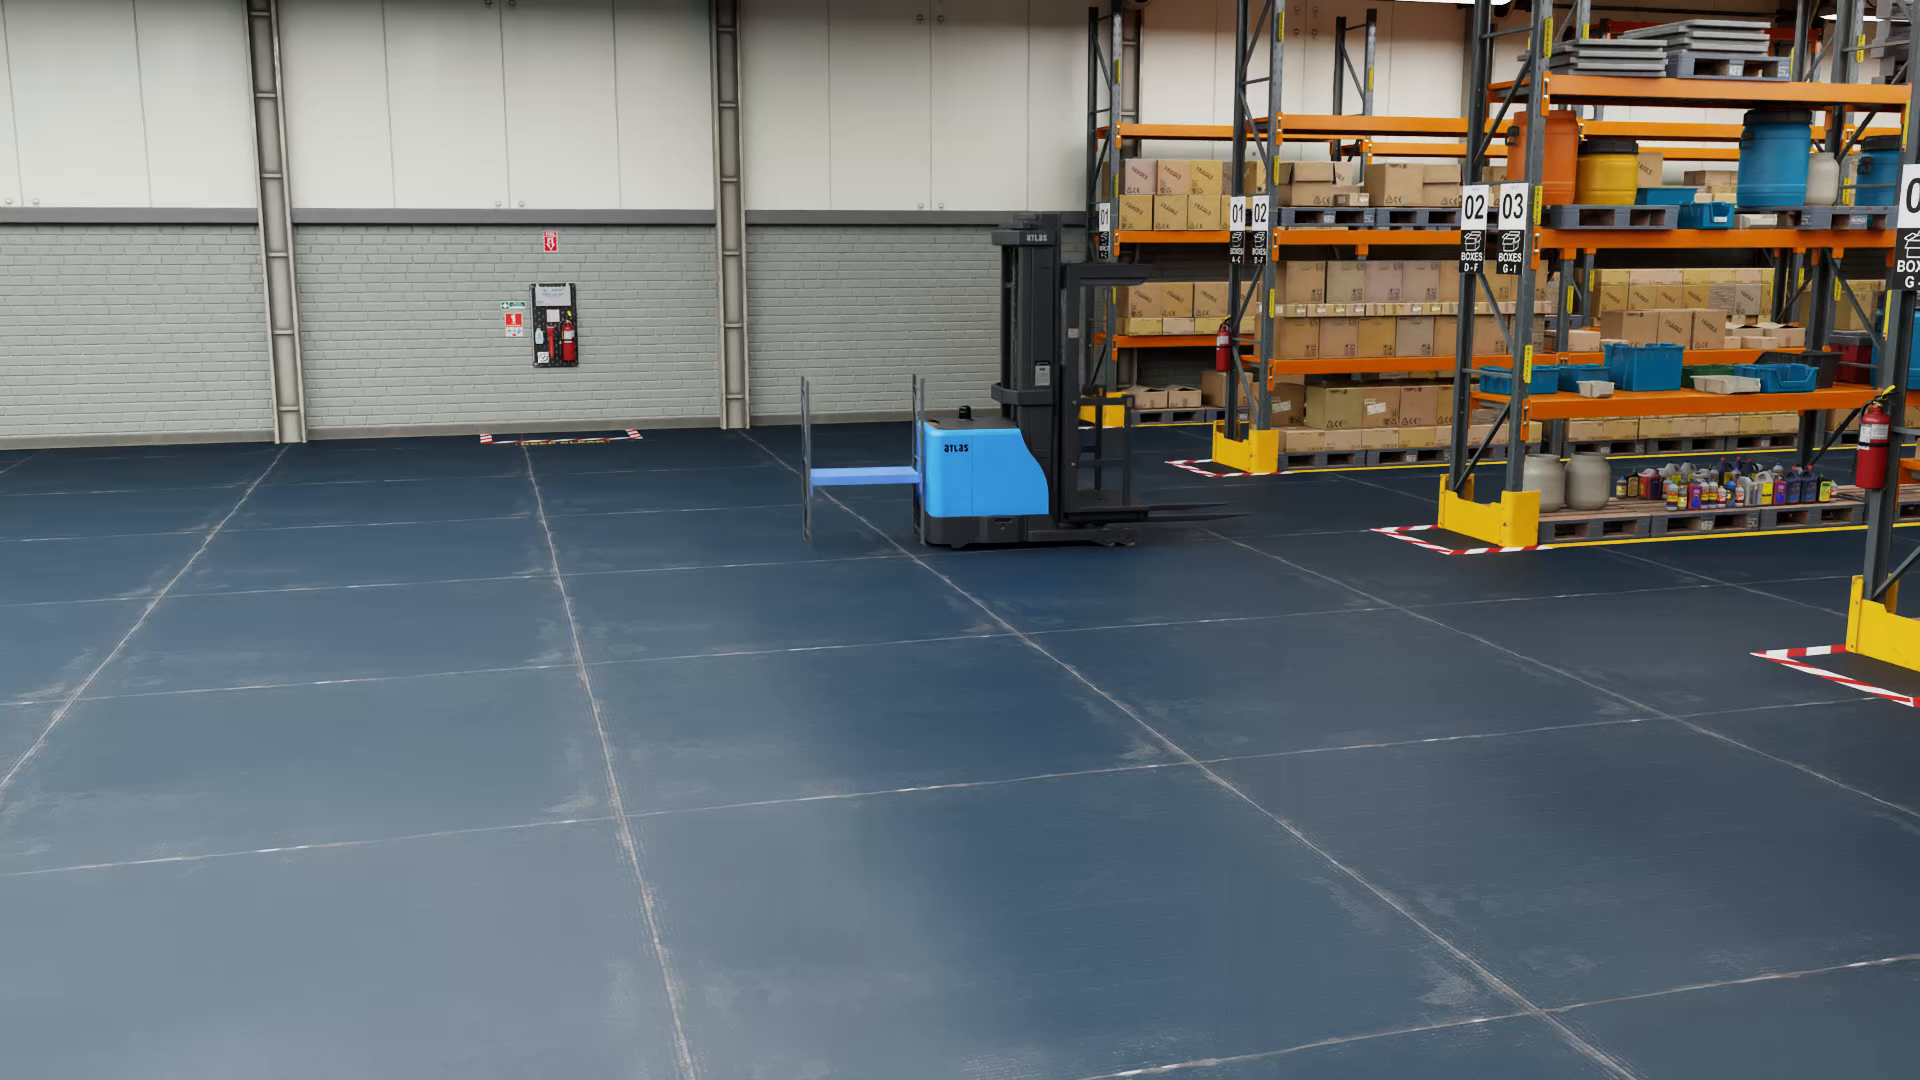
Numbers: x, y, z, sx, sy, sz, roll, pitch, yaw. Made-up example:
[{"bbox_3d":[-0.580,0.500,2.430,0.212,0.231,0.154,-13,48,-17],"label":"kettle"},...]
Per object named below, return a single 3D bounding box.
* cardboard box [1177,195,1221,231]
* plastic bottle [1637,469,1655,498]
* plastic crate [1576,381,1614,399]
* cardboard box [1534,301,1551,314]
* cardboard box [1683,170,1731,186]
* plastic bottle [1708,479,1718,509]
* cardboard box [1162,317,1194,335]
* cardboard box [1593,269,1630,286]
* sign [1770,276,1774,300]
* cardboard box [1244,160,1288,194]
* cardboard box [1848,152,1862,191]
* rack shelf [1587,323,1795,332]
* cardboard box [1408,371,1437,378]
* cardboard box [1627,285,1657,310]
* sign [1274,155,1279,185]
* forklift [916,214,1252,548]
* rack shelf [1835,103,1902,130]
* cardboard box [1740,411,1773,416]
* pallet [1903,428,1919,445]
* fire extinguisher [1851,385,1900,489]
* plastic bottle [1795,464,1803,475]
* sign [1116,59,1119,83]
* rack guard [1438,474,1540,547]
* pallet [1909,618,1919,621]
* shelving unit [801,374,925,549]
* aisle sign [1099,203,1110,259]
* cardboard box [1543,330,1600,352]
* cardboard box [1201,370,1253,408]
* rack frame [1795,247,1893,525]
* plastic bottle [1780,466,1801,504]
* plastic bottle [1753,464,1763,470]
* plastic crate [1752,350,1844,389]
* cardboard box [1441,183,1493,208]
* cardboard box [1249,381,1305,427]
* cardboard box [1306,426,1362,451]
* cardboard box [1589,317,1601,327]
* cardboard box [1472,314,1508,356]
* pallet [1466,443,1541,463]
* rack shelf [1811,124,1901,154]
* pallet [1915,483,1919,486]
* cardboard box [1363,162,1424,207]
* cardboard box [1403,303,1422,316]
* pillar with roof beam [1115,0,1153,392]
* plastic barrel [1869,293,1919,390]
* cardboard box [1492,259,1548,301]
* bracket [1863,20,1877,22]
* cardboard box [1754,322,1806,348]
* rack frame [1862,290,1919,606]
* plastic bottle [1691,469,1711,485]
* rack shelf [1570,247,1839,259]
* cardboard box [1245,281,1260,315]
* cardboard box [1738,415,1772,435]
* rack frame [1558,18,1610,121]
[{"bbox_3d":[3.478,-4.782,24.323,0.500,0.500,0.500,-2,11,-13],"label":"cardboard box"},{"bbox_3d":[6.723,-0.558,16.303,0.135,0.276,0.152,-3,11,-16],"label":"plastic bottle"},{"bbox_3d":[5.782,-1.364,15.101,0.250,0.136,0.298,-3,11,-16],"label":"plastic crate"},{"bbox_3d":[7.091,-2.885,20.568,0.250,0.149,0.380,-3,11,-16],"label":"cardboard box"},{"bbox_3d":[12.178,-5.891,27.116,0.500,0.250,0.500,-3,11,-18],"label":"cardboard box"},{"bbox_3d":[7.086,-0.438,15.668,0.097,0.271,0.097,0,10,0],"label":"plastic bottle"},{"bbox_3d":[3.116,-3.160,24.492,0.500,0.250,0.500,-3,11,-18],"label":"cardboard box"},{"bbox_3d":[10.281,-4.185,26.472,0.500,0.250,0.500,-3,11,-15],"label":"cardboard box"},{"bbox_3d":[10.972,-3.394,22.424,0.005,0.325,0.100,-3,11,-16],"label":"sign"},{"bbox_3d":[4.477,-5.324,24.508,0.500,0.500,0.500,-3,11,-18],"label":"cardboard box"},{"bbox_3d":[11.554,-4.807,21.755,0.500,0.500,0.500,-3,11,-16],"label":"cardboard box"},{"bbox_3d":[11.665,-3.378,27.303,4.000,0.370,1.077,-3,11,-16],"label":"rack shelf"},{"bbox_3d":[7.089,-2.491,26.183,0.500,0.500,0.700,-3,11,-17],"label":"cardboard box"},{"bbox_3d":[10.788,-3.841,26.678,0.500,0.500,0.500,-3,11,-14],"label":"cardboard box"},{"bbox_3d":[3.601,-4.212,18.929,0.005,0.325,0.100,-3,11,-16],"label":"sign"},{"bbox_3d":[1.143,-1.473,15.154,3.031,2.935,1.130,-2,11,-10],"label":"forklift"},{"bbox_3d":[10.594,-4.208,16.342,4.000,0.370,1.077,-3,11,-16],"label":"rack shelf"},{"bbox_3d":[10.202,-1.803,21.647,0.500,0.311,0.500,-3,11,-17],"label":"cardboard box"},{"bbox_3d":[13.030,-1.491,22.766,1.213,0.211,1.003,-3,11,-16],"label":"pallet"},{"bbox_3d":[5.979,-0.679,10.868,0.183,0.674,0.296,-3,11,-16],"label":"fire extinguisher"},{"bbox_3d":[8.095,-0.562,16.121,0.185,0.351,0.144,-3,11,-16],"label":"plastic bottle"},{"bbox_3d":[2.215,-6.581,23.342,0.005,0.325,0.100,-3,11,-16],"label":"sign"},{"bbox_3d":[4.893,-0.287,15.426,0.348,0.500,1.175,-3,11,-16],"label":"rack guard"},{"bbox_3d":[7.080,0.690,10.921,1.213,0.211,1.003,-3,11,-16],"label":"pallet"},{"bbox_3d":[-0.878,-0.716,14.999,1.048,1.500,0.538,-2,11,-10],"label":"shelving unit"},{"bbox_3d":[2.079,-4.449,23.951,0.004,0.787,0.394,-3,11,-16],"label":"aisle sign"},{"bbox_3d":[7.753,-2.526,21.103,0.500,0.250,0.500,-2,11,-12],"label":"cardboard box"},{"bbox_3d":[4.019,-2.290,25.092,0.500,0.500,0.700,-4,11,-20],"label":"cardboard box"},{"bbox_3d":[8.673,-1.706,16.234,0.127,3.000,1.000,-3,11,-16],"label":"rack frame"},{"bbox_3d":[7.951,-0.528,15.932,0.185,0.351,0.144,-4,11,-19],"label":"plastic bottle"},{"bbox_3d":[7.942,-0.622,16.652,0.135,0.276,0.152,-3,11,-14],"label":"plastic bottle"},{"bbox_3d":[8.135,-1.671,16.216,0.504,0.338,0.767,-3,11,-16],"label":"plastic crate"},{"bbox_3d":[6.217,-4.267,20.560,0.500,0.311,0.500,-4,11,-19],"label":"cardboard box"},{"bbox_3d":[3.884,-1.667,20.384,0.500,0.500,0.500,-3,11,-16],"label":"cardboard box"},{"bbox_3d":[4.508,-1.234,20.102,0.500,0.250,0.500,-3,11,-16],"label":"cardboard box"},{"bbox_3d":[10.126,-3.494,26.581,0.250,0.149,0.380,-3,11,-17],"label":"cardboard box"},{"bbox_3d":[6.364,-2.565,20.624,0.500,0.500,0.700,-3,11,-17],"label":"cardboard box"},{"bbox_3d":[6.517,-1.163,20.986,1.213,0.211,1.003,-3,11,-16],"label":"pallet"},{"bbox_3d":[13.053,-5.271,22.120,4.000,0.370,1.077,-3,11,-16],"label":"rack shelf"},{"bbox_3d":[10.590,-0.444,17.078,1.213,0.211,1.003,-3,11,-16],"label":"pallet"},{"bbox_3d":[5.123,-4.201,19.680,0.500,0.500,0.500,-3,11,-16],"label":"cardboard box"},{"bbox_3d":[5.365,-2.793,20.071,0.250,0.149,0.380,-3,11,-15],"label":"cardboard box"},{"bbox_3d":[3.697,-5.614,20.890,0.548,9.000,9.100,-3,11,-16],"label":"pillar with roof beam"},{"bbox_3d":[9.129,-1.920,16.009,0.708,0.901,0.600,-3,11,-16],"label":"plastic barrel"},{"bbox_3d":[6.868,-3.231,20.658,0.500,0.500,0.700,-3,11,-16],"label":"cardboard box"},{"bbox_3d":[16.987,-8.830,28.415,4.783,0.066,0.076,-3,11,-16],"label":"bracket"},{"bbox_3d":[10.772,-2.715,21.961,0.500,0.311,0.500,-2,11,-12],"label":"cardboard box"},{"bbox_3d":[6.217,-0.643,10.458,0.127,3.000,1.000,-3,11,-16],"label":"rack frame"},{"bbox_3d":[7.259,-0.559,16.309,0.135,0.276,0.152,-3,11,-16],"label":"plastic bottle"},{"bbox_3d":[9.213,-3.790,21.256,4.000,0.370,1.077,-3,11,-16],"label":"rack shelf"},{"bbox_3d":[4.573,-3.606,24.840,0.500,0.500,0.500,-3,11,-18],"label":"cardboard box"},{"bbox_3d":[10.202,-1.529,21.703,0.500,0.250,0.500,-3,11,-17],"label":"cardboard box"},{"bbox_3d":[9.745,-6.581,26.145,0.127,3.000,1.000,-3,11,-16],"label":"rack frame"}]
